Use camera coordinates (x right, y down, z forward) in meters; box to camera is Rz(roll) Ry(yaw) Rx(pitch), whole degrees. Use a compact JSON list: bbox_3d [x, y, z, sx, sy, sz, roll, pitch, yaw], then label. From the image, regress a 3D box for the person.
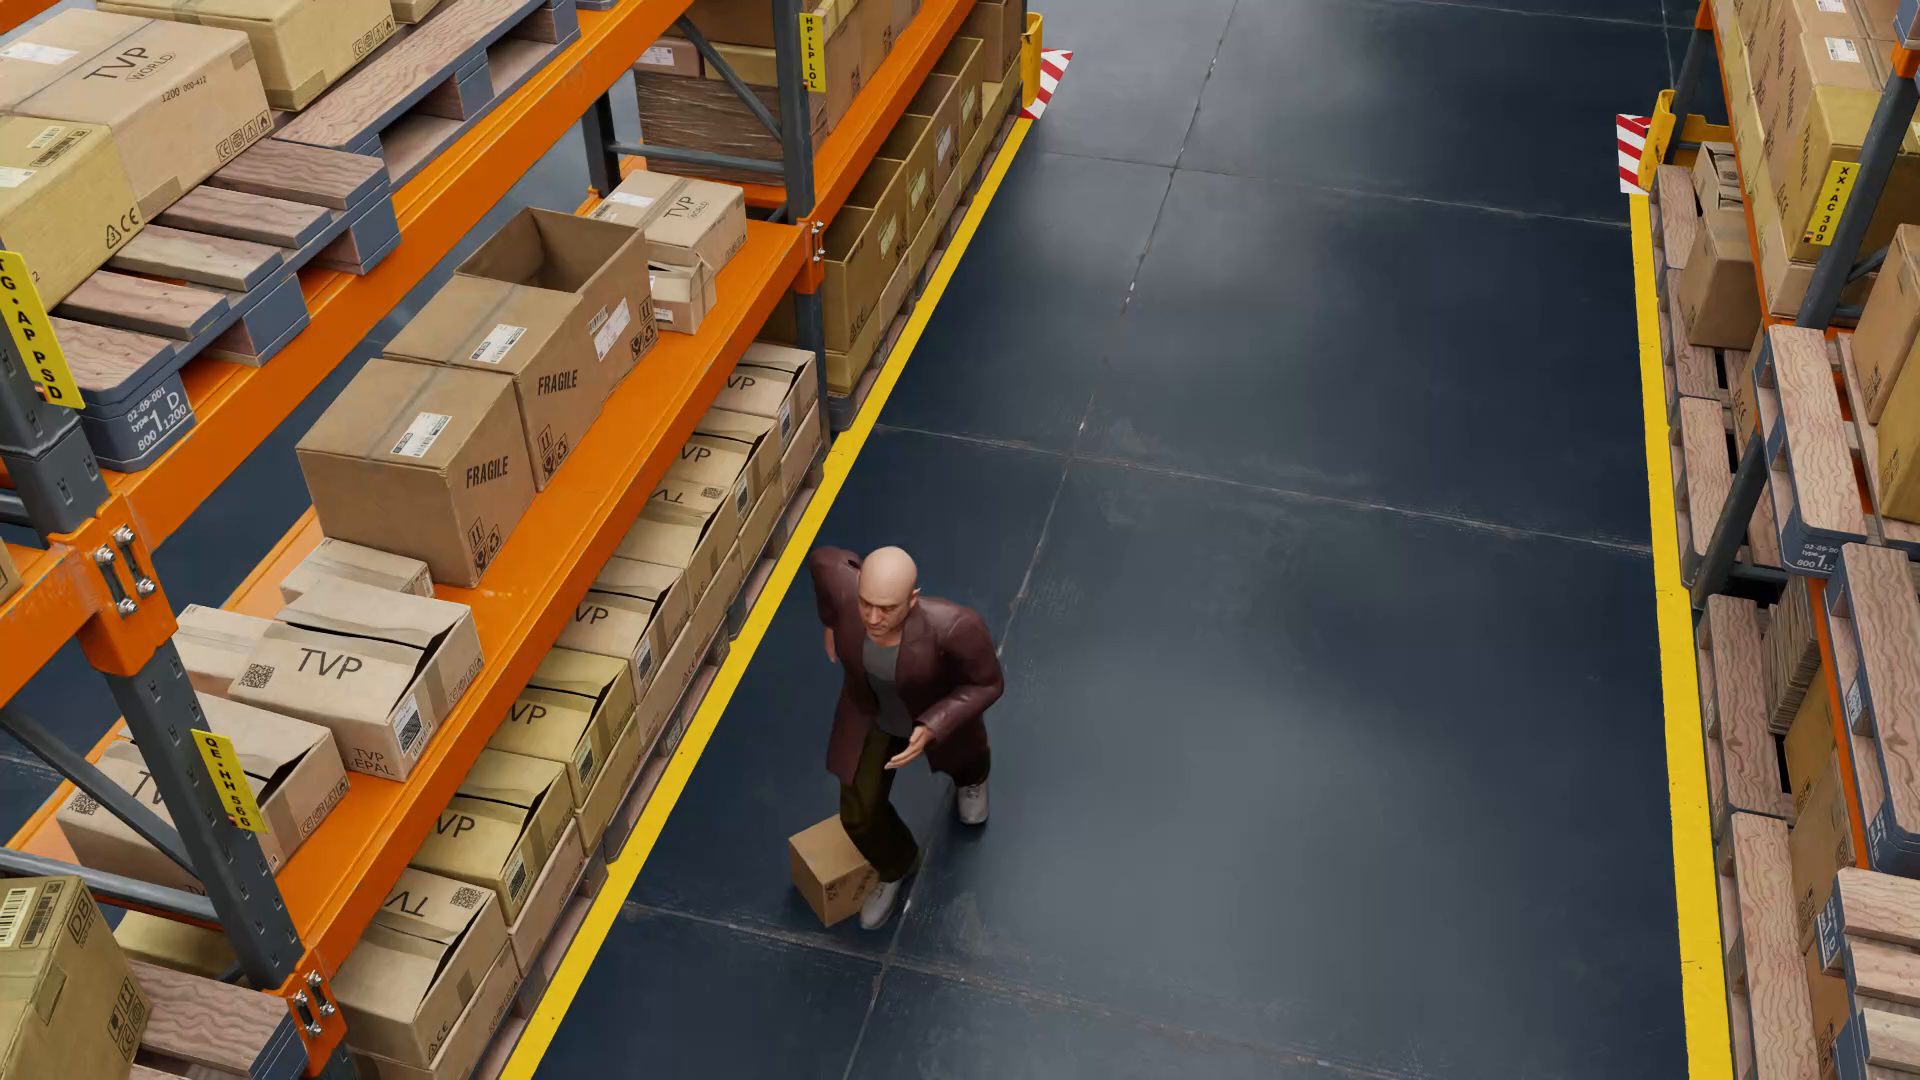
[{"bbox_3d":[-0.172,0.547,5.583,0.692,1.722,1.044,6,41,8],"label":"person"}]
